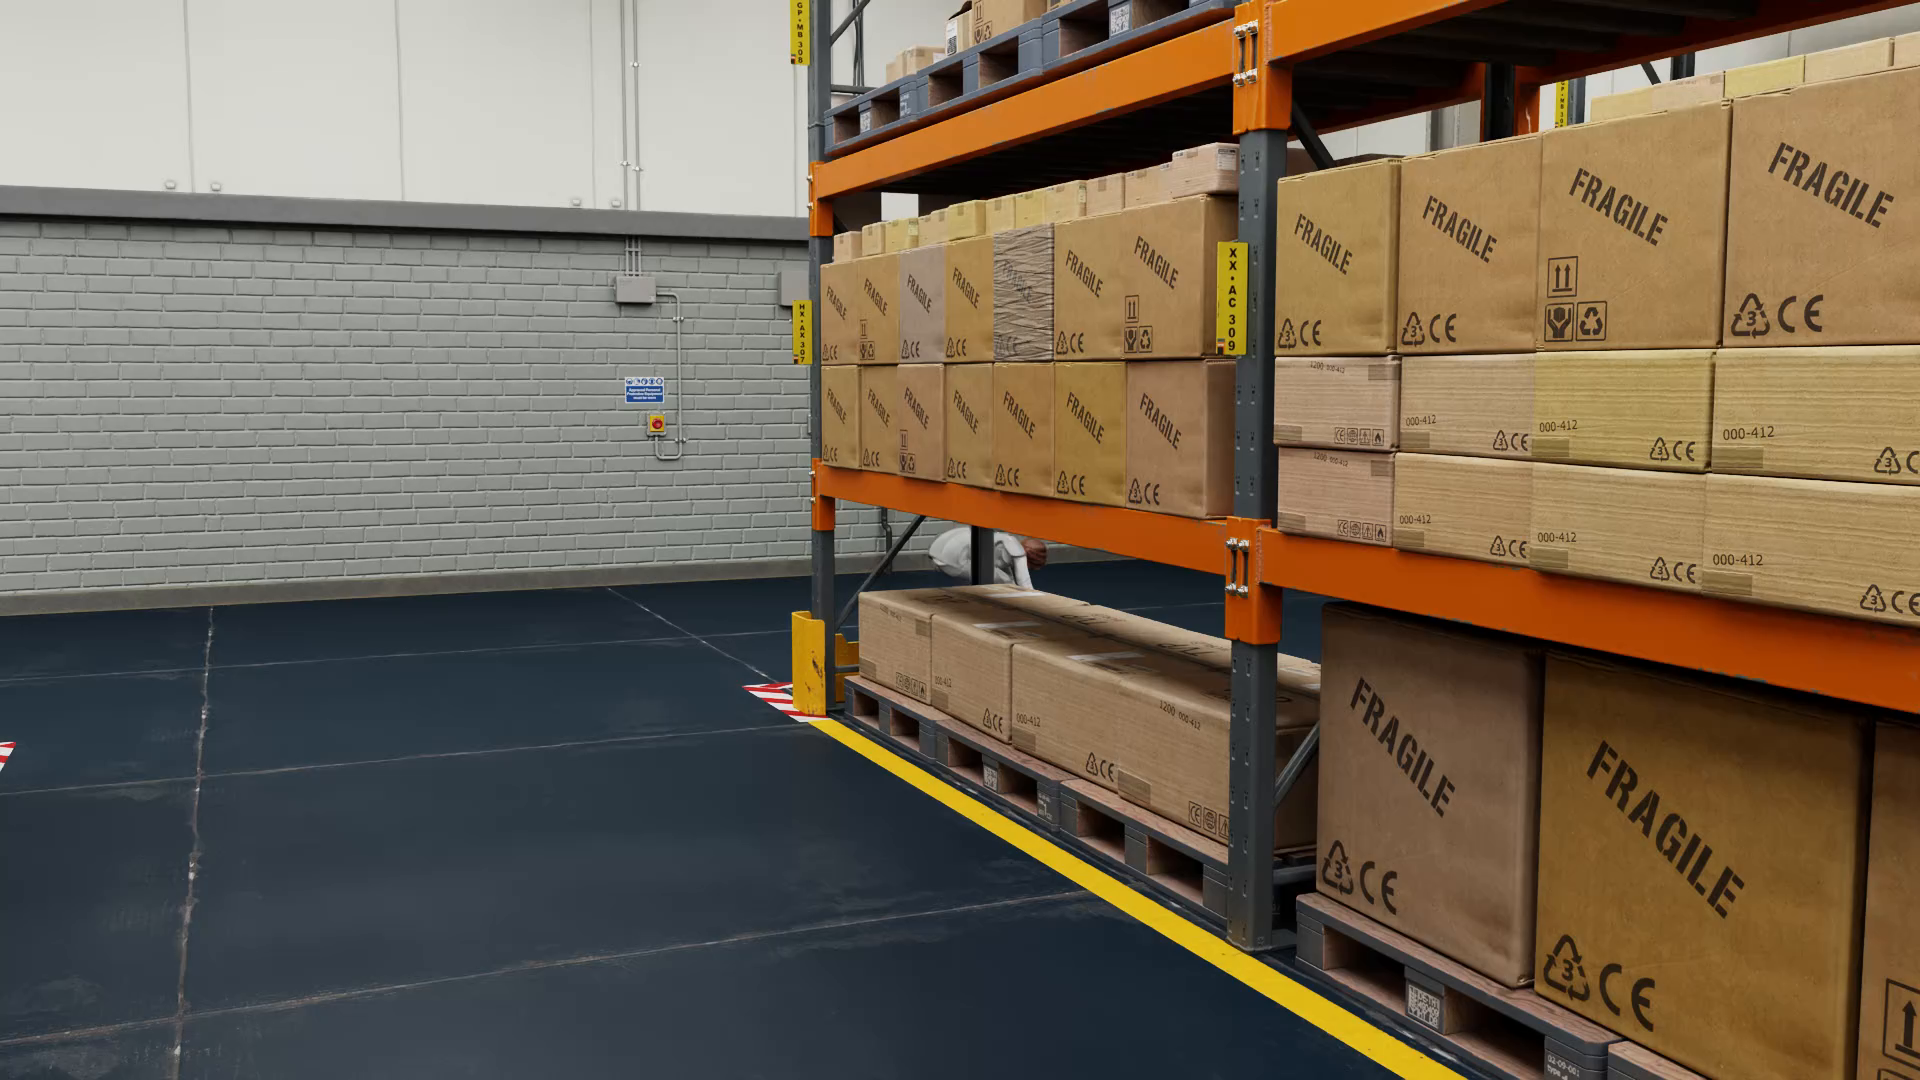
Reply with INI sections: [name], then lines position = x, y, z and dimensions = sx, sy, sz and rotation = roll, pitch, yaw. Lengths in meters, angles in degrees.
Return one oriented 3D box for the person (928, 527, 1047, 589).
[person]
position = 0.199, 0.295, 11.175
dimensions = 0.872, 0.768, 0.427
rotation = -3, 6, -26
